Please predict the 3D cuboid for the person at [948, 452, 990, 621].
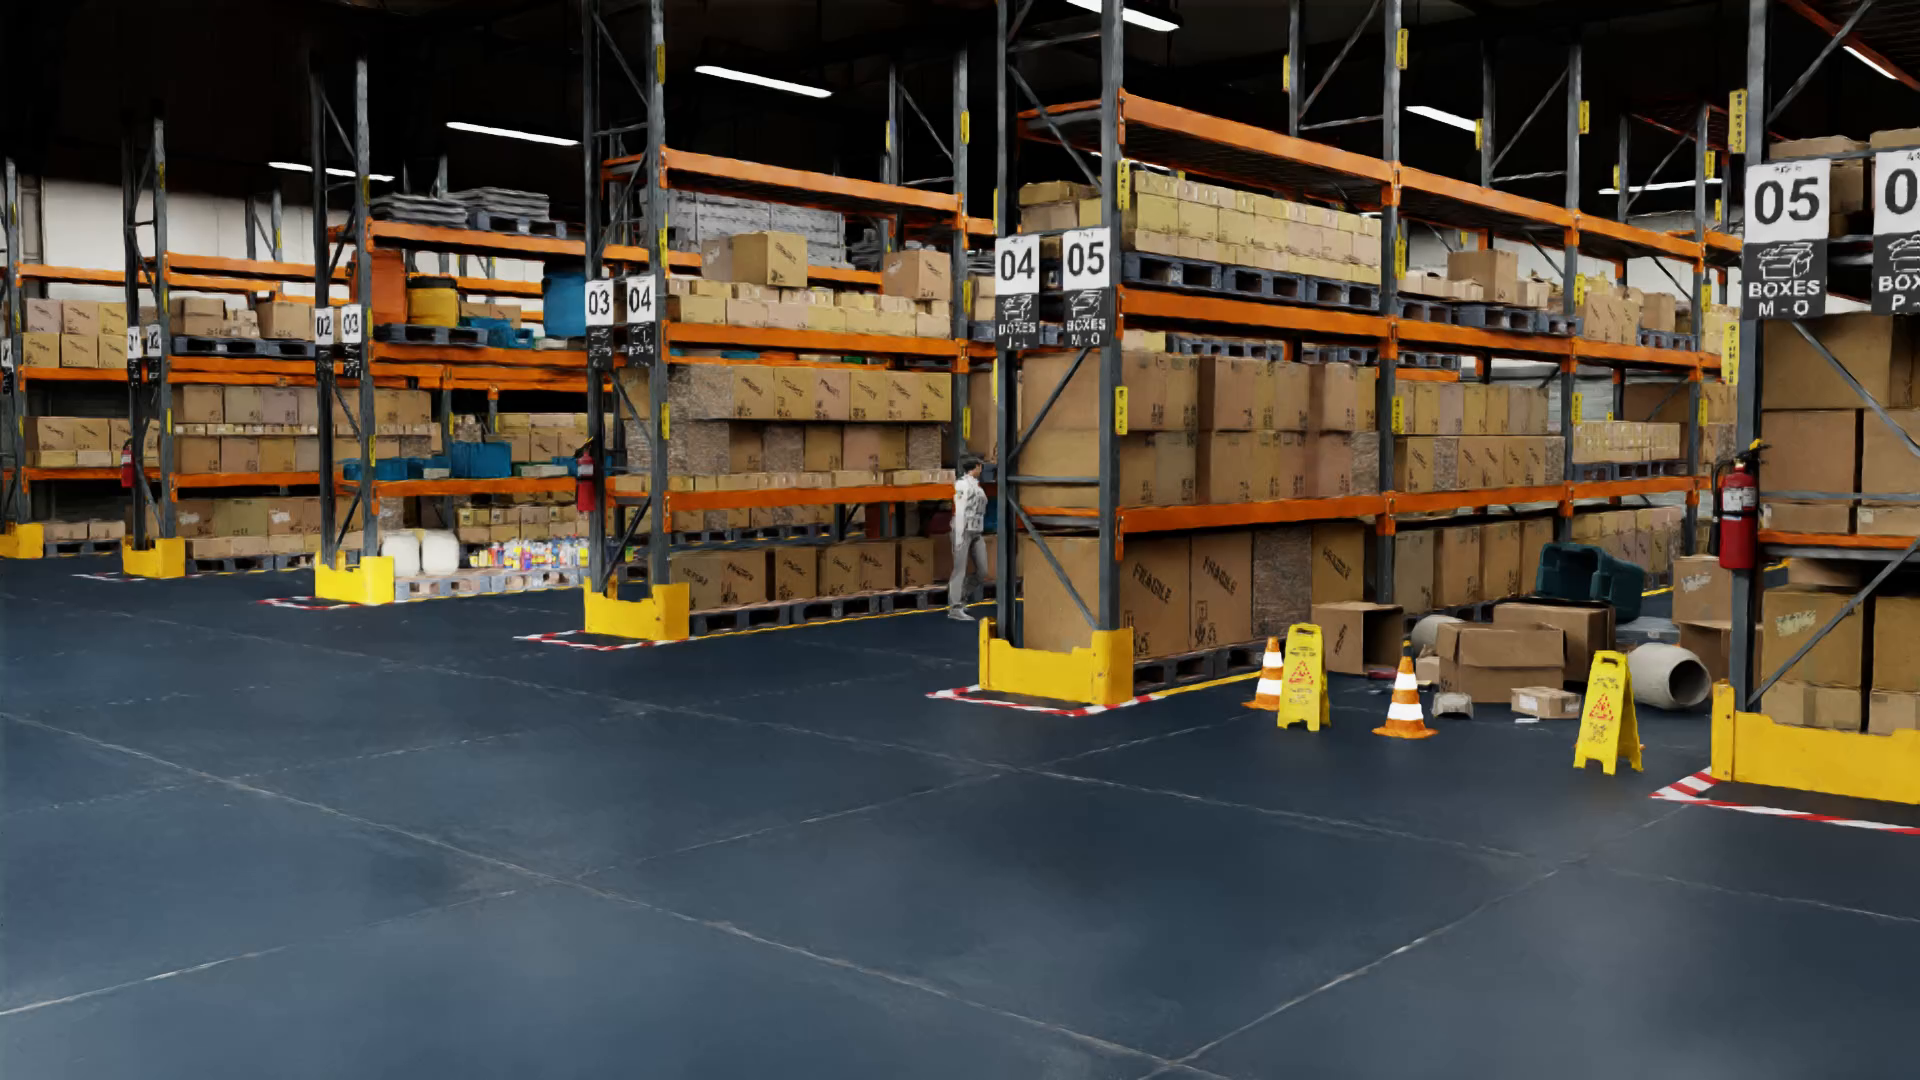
[{"bbox_3d":[0.066,-0.041,16.348,0.460,1.633,0.617,2,4,31],"label":"person"}]
